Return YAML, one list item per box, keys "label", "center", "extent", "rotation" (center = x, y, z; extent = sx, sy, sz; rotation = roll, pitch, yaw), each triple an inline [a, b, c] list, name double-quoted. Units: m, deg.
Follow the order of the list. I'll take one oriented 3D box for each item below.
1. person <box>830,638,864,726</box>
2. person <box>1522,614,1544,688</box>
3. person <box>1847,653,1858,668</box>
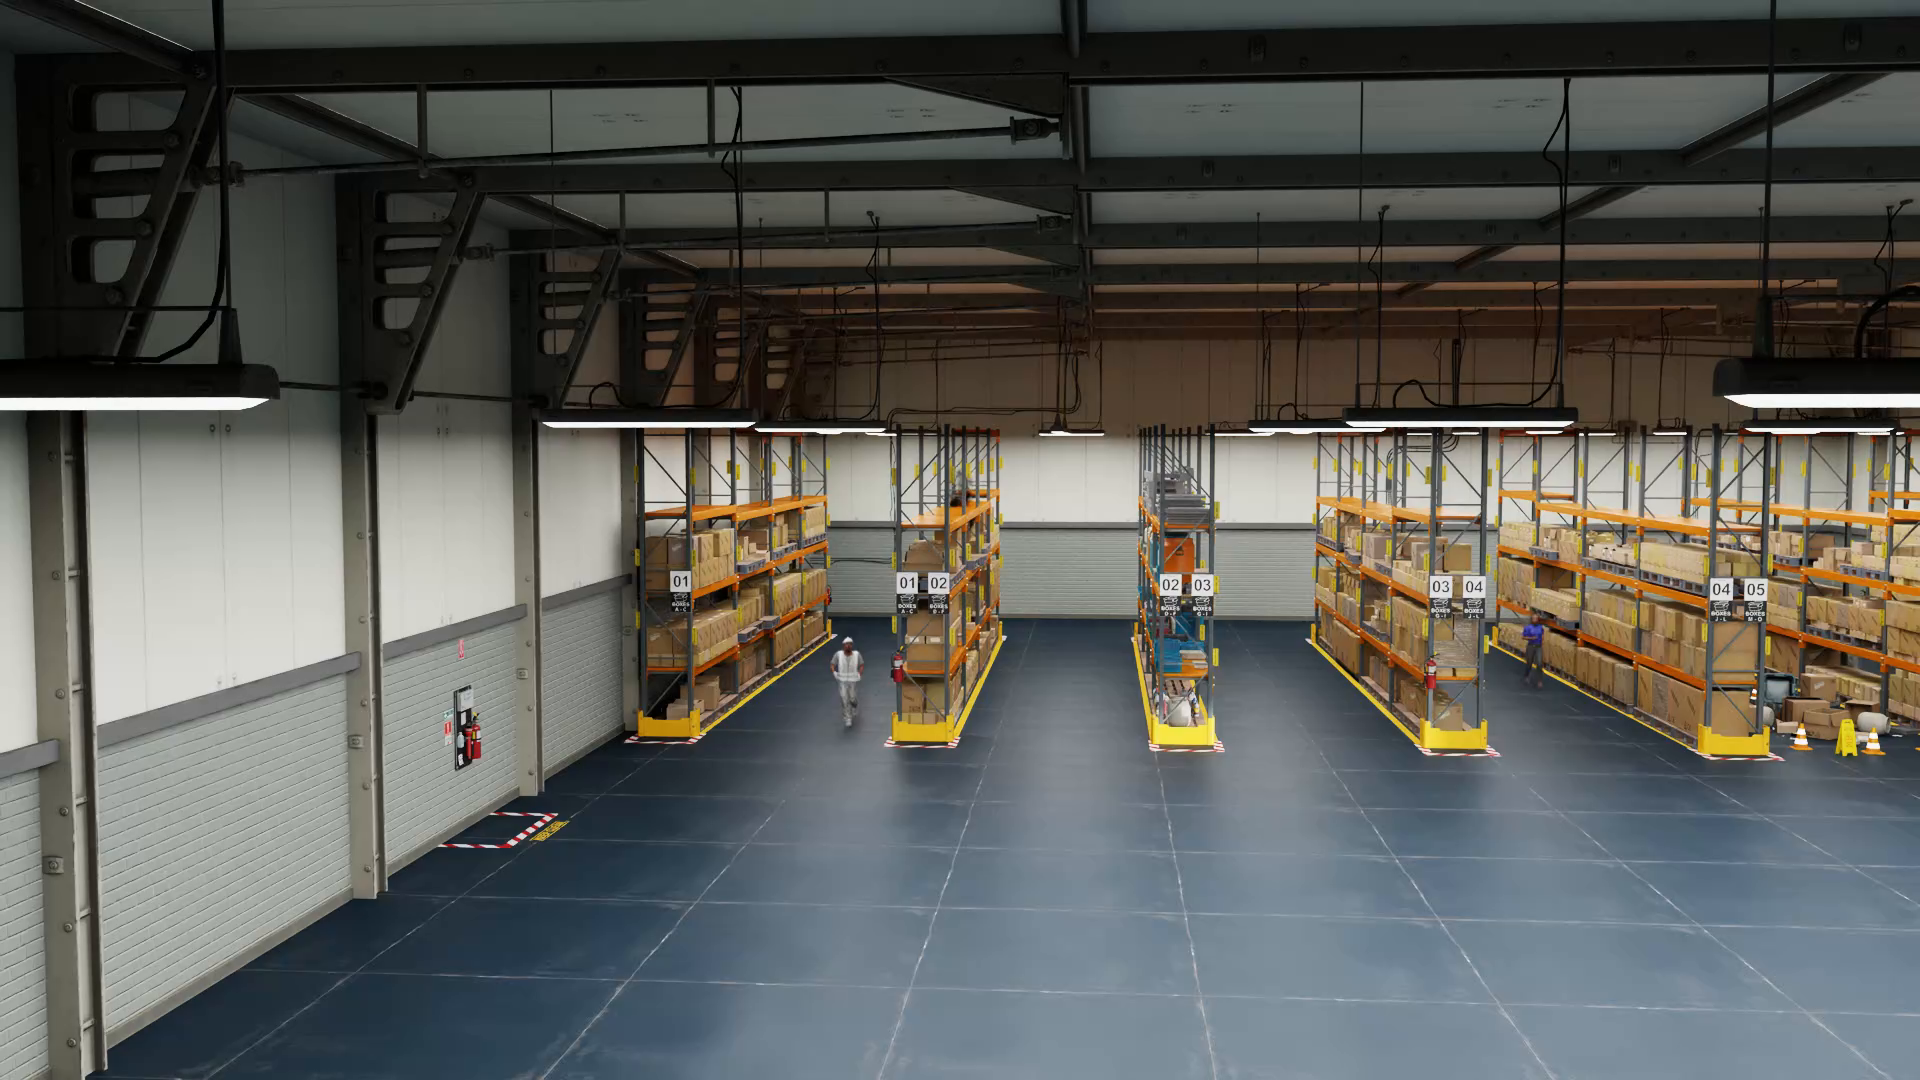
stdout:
- label: "person"
  center: [-2.269, 2.825, 33.347]
  extent: [0.673, 1.756, 0.695]
  rotation: [0, 3, -6]
- label: "person"
  center: [13.228, 2.530, 38.311]
  extent: [0.575, 1.657, 0.909]
  rotation: [0, 3, 1]
- label: "person"
  center: [21.555, 2.408, 40.176]
  extent: [0.756, 1.727, 0.555]
  rotation: [0, 4, 8]
